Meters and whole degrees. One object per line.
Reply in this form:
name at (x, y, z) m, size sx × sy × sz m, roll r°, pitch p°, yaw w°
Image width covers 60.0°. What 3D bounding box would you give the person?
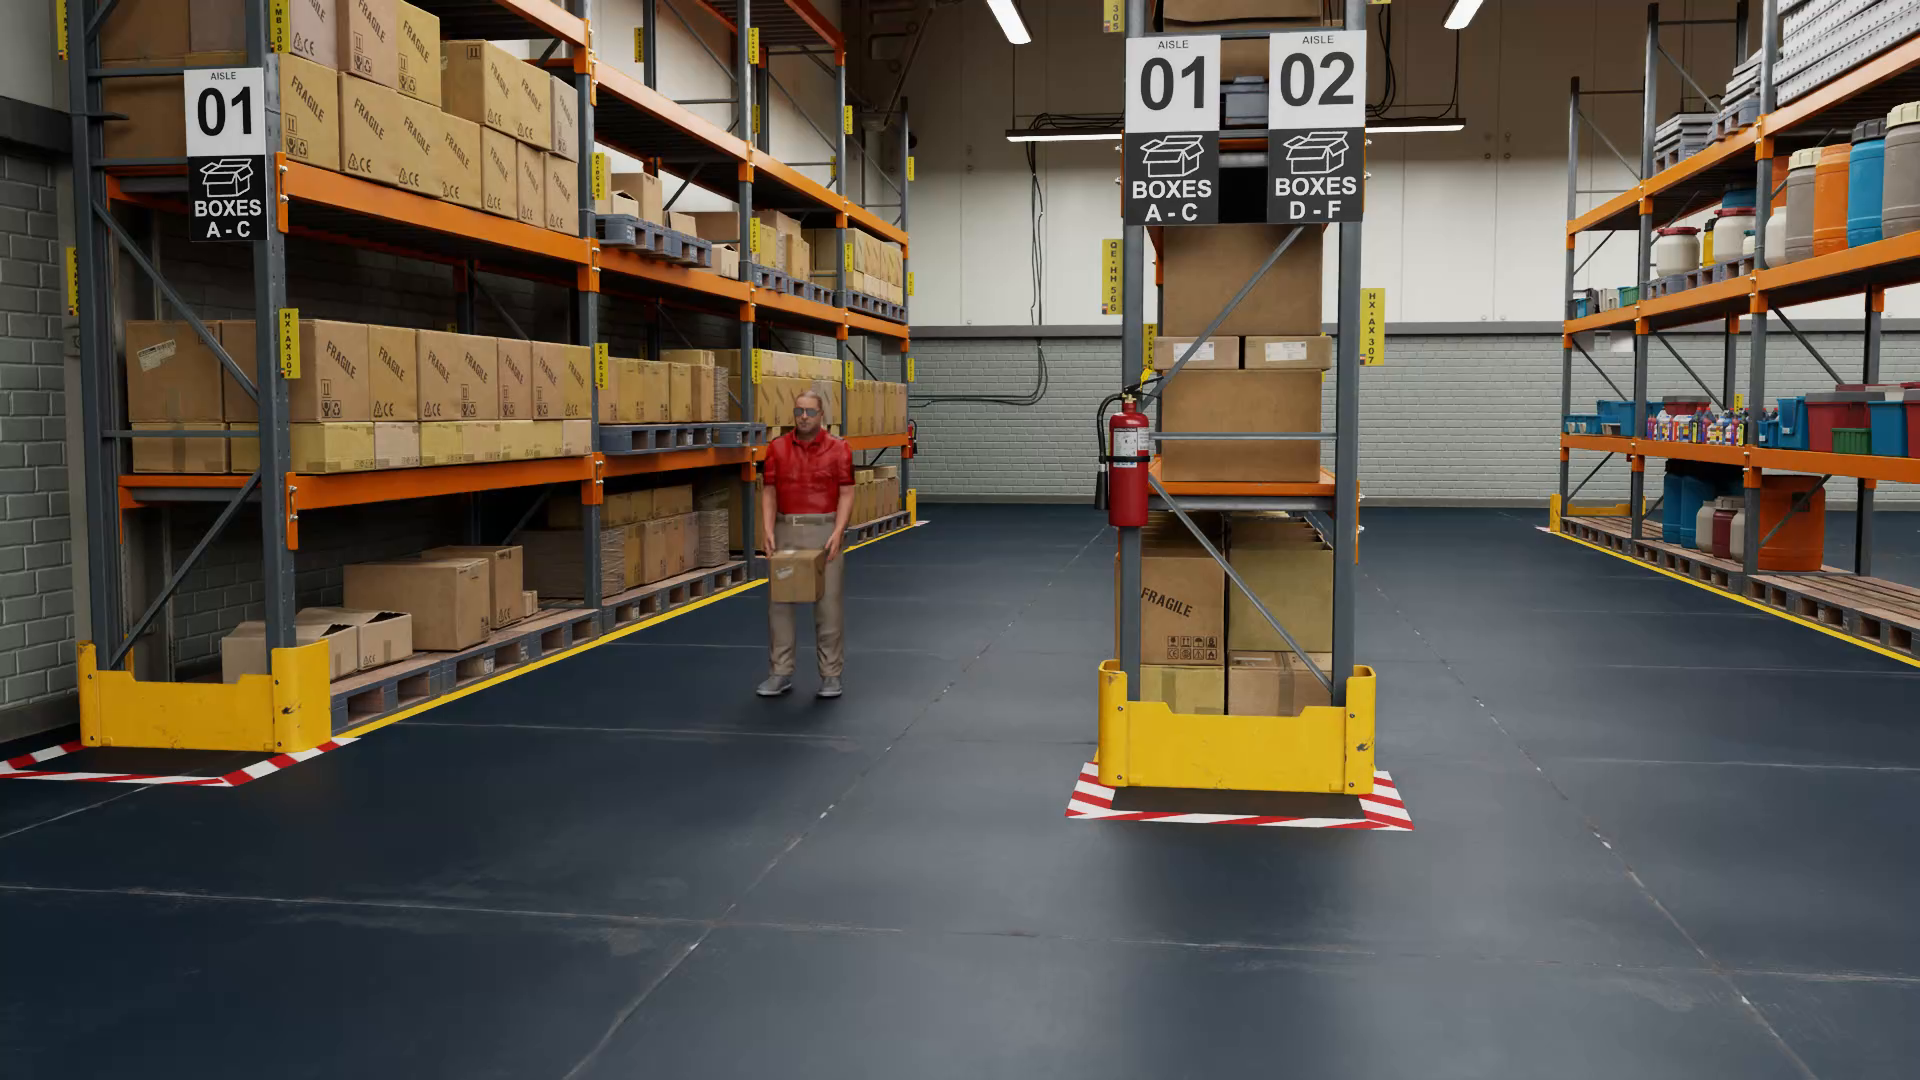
person at (-0.870, 0.017, 9.504) m, size 0.585 × 1.727 × 0.390 m, roll 1°, pitch 4°, yaw 8°
